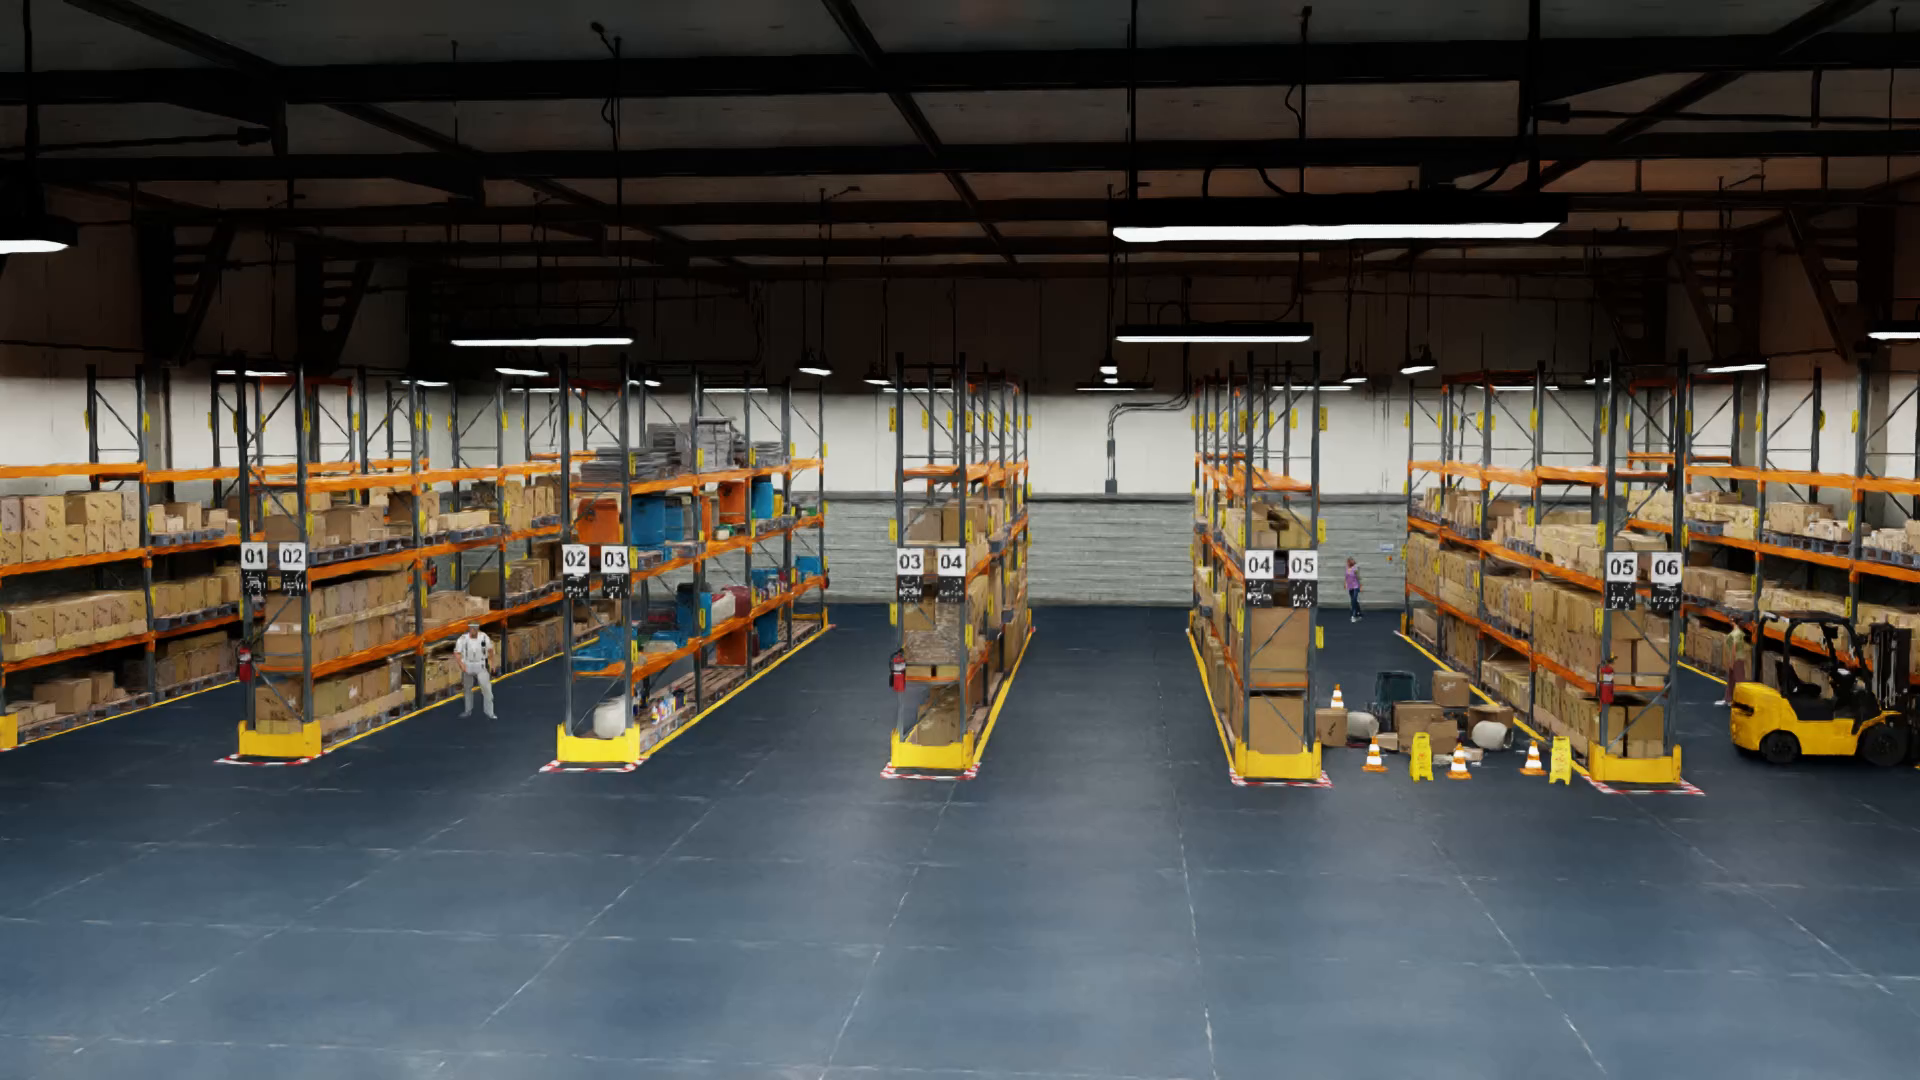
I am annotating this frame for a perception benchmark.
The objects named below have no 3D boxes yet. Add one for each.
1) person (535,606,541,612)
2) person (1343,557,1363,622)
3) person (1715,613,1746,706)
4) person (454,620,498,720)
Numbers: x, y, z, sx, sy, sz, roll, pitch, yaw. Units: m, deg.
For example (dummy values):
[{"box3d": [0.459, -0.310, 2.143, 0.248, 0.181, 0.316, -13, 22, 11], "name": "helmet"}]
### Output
[{"box3d": [-10.555, 1.237, 41.271, 0.473, 1.656, 0.574, 1, 4, 9], "name": "person"}, {"box3d": [9.948, 1.237, 41.979, 0.530, 1.608, 0.501, -2, 5, -29], "name": "person"}, {"box3d": [13.475, 2.095, 28.968, 0.575, 1.665, 0.573, 2, 5, 30], "name": "person"}, {"box3d": [-8.139, 2.161, 27.981, 0.706, 1.695, 0.837, -1, 4, -12], "name": "person"}]
